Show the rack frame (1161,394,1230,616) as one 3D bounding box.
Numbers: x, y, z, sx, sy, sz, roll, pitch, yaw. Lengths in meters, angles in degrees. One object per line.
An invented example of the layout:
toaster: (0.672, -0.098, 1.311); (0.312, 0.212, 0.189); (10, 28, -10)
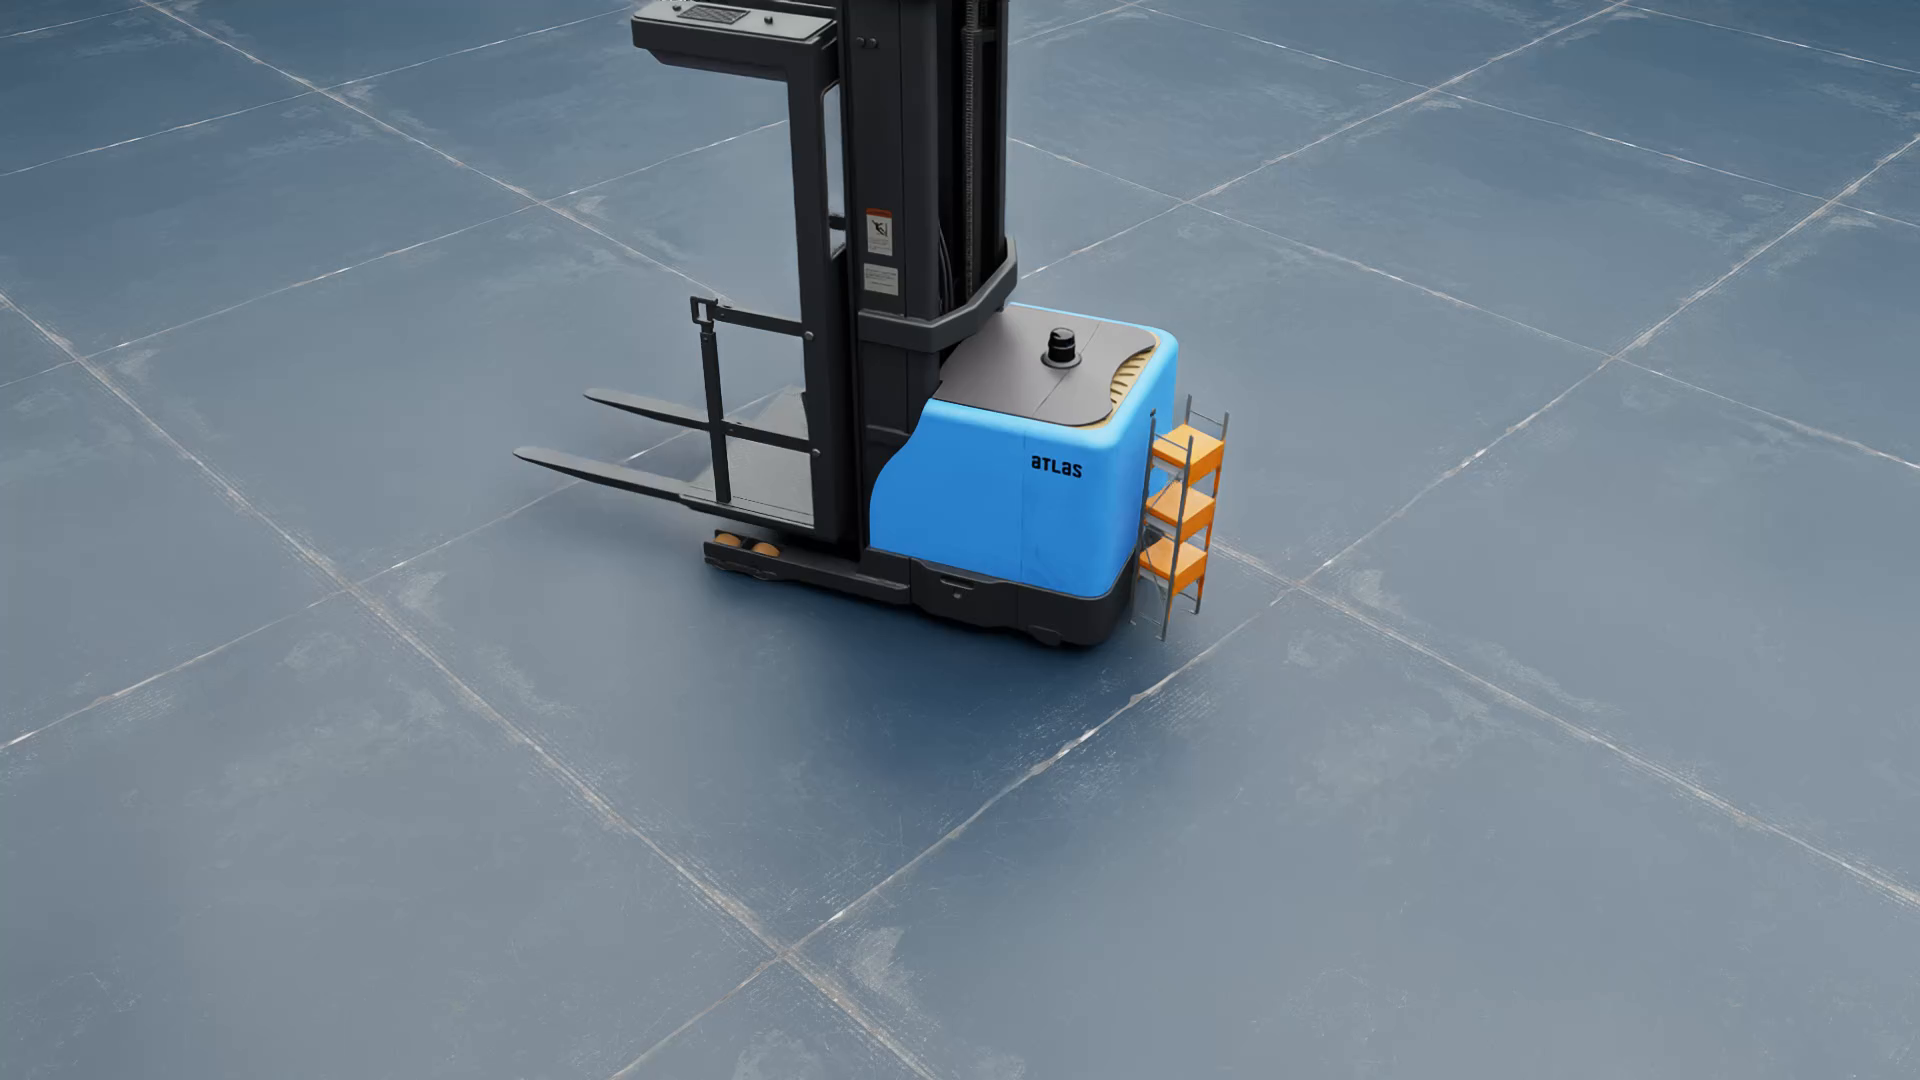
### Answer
rack frame: (0.985, -0.131, 7.009); (0.200, 1.050, 0.008); (30, 45, 32)

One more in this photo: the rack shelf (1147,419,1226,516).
rack shelf: (0.912, -0.297, 6.771); (0.215, 0.259, 0.240); (30, 45, 32)

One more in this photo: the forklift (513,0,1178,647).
forklift: (-0.614, -1.286, 7.031); (3.031, 2.935, 1.130); (13, 37, 18)

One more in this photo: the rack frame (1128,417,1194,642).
rack frame: (0.821, -0.026, 6.861); (0.200, 1.050, 0.008); (30, 45, 32)

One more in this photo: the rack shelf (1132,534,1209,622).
rack shelf: (0.894, 0.152, 7.108); (0.215, 0.259, 0.240); (30, 45, 32)

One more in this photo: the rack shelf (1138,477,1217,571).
rack shelf: (0.903, -0.070, 6.941); (0.215, 0.259, 0.240); (30, 45, 32)

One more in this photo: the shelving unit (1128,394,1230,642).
shelving unit: (0.903, -0.078, 6.935); (0.215, 1.050, 0.252); (30, 45, 32)
